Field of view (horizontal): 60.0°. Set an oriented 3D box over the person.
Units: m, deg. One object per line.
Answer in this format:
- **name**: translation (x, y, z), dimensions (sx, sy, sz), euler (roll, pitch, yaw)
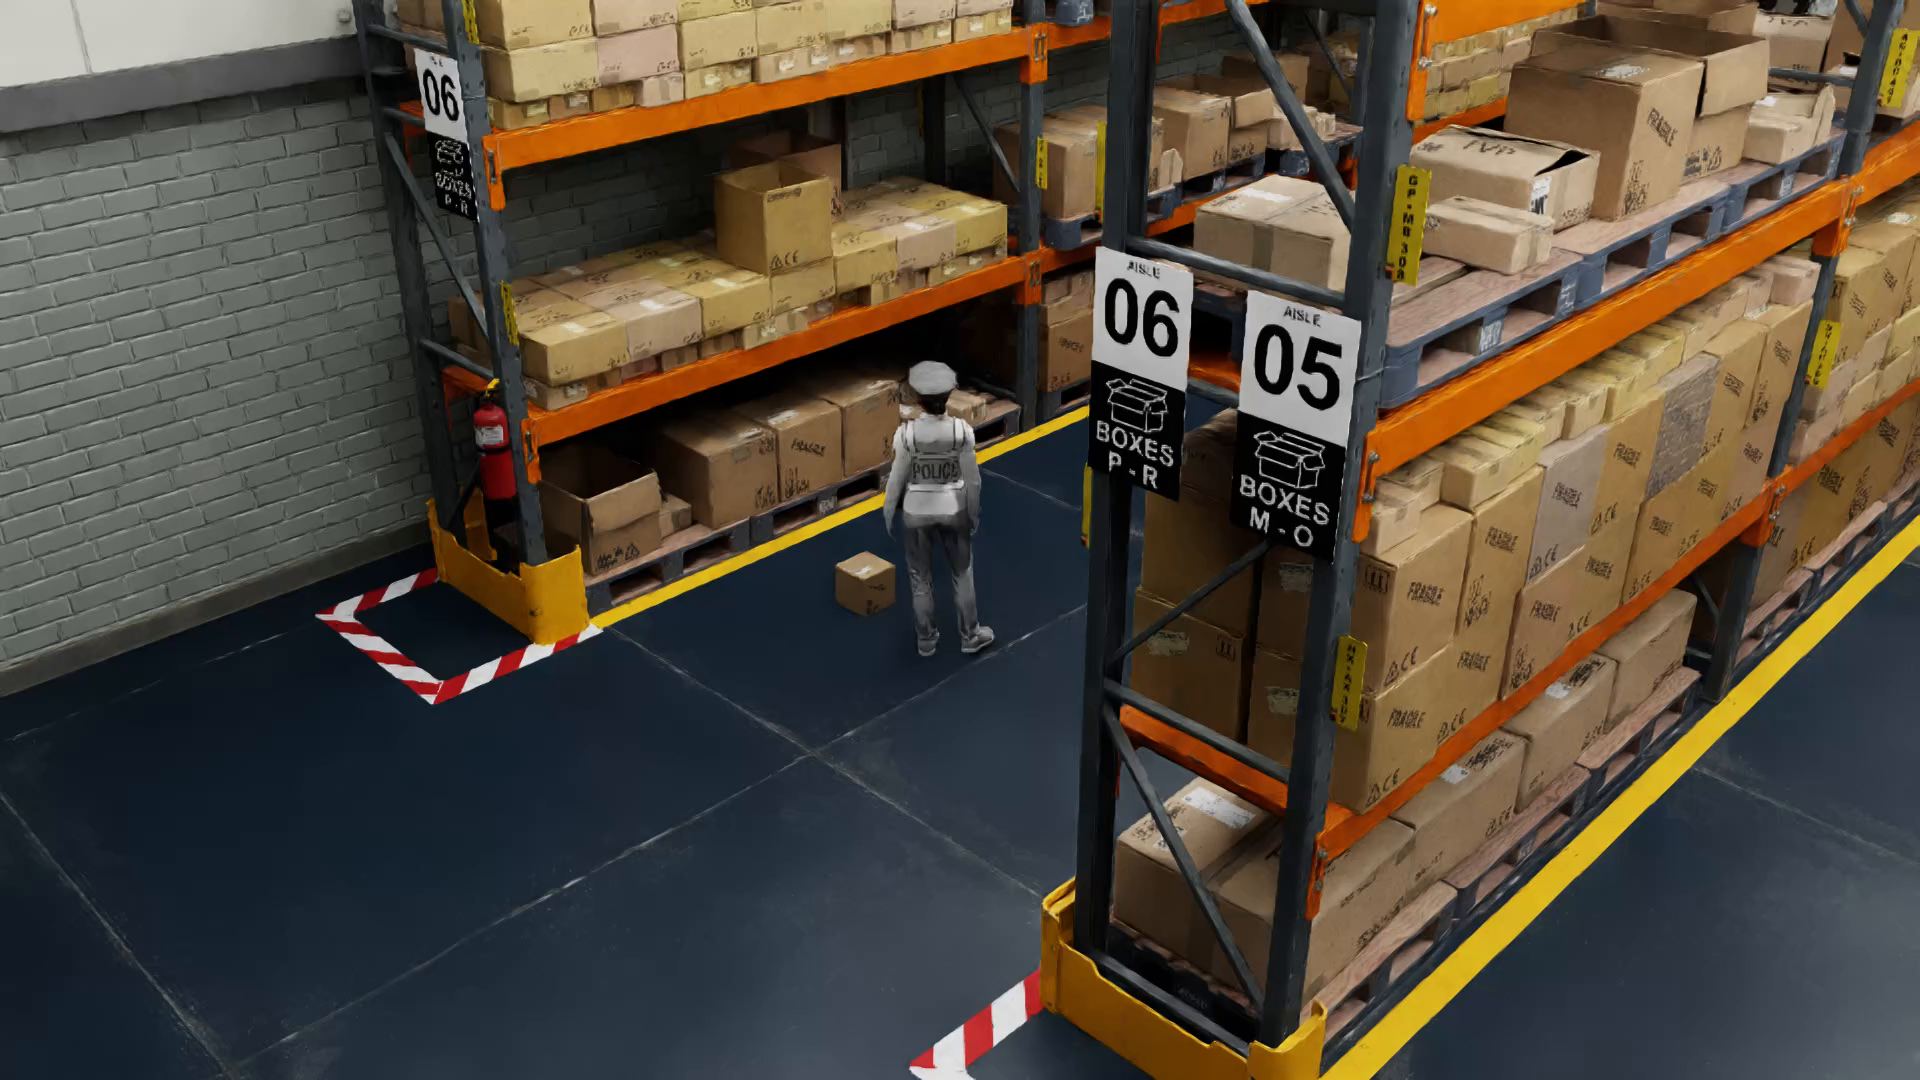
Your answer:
- **person**: translation (-0.107, -0.151, 8.865), dimensions (0.616, 1.689, 0.346), euler (-5, 28, -9)
